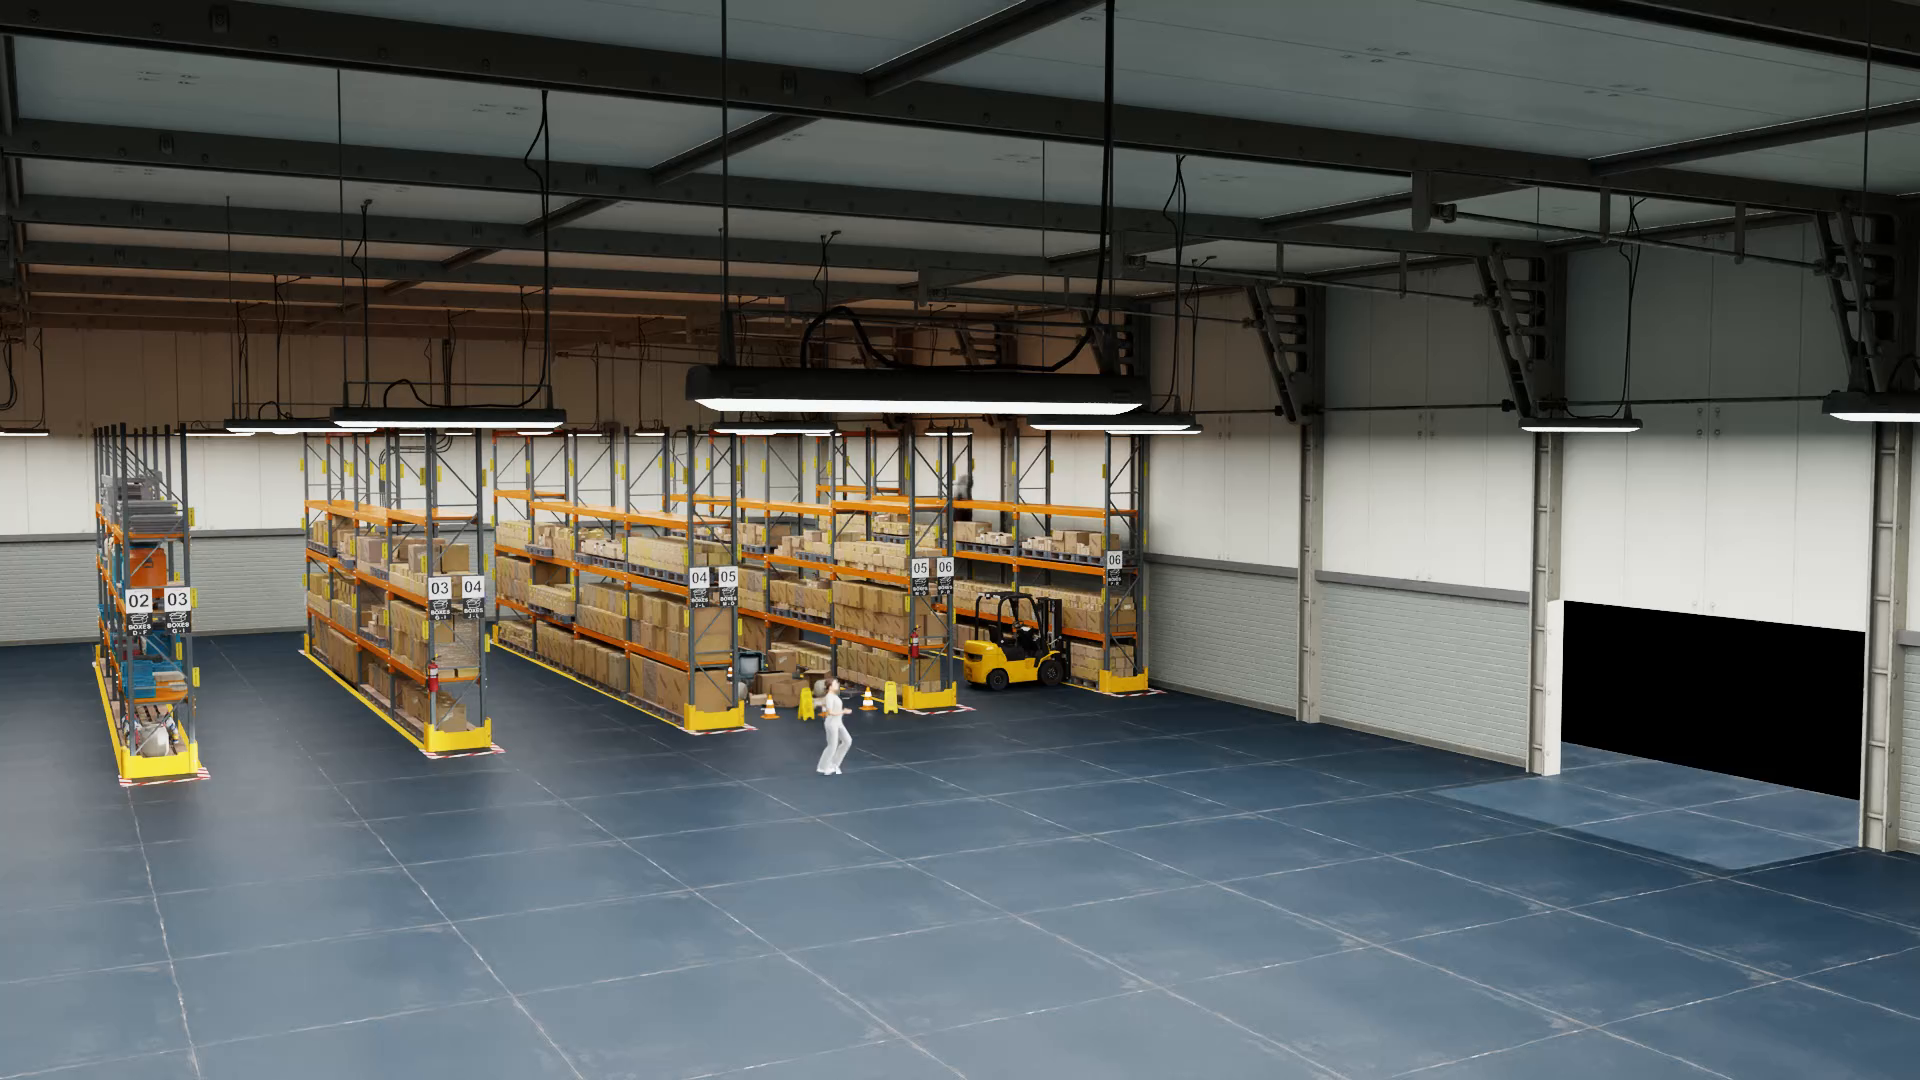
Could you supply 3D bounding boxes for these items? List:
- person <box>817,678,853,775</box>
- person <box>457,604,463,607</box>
[{"bbox_3d":[-2.122,3.178,28.319,0.642,1.678,0.546,1,4,11],"label":"person"},{"bbox_3d":[-13.645,2.203,45.172,0.483,1.641,0.774,-1,4,-22],"label":"person"}]
